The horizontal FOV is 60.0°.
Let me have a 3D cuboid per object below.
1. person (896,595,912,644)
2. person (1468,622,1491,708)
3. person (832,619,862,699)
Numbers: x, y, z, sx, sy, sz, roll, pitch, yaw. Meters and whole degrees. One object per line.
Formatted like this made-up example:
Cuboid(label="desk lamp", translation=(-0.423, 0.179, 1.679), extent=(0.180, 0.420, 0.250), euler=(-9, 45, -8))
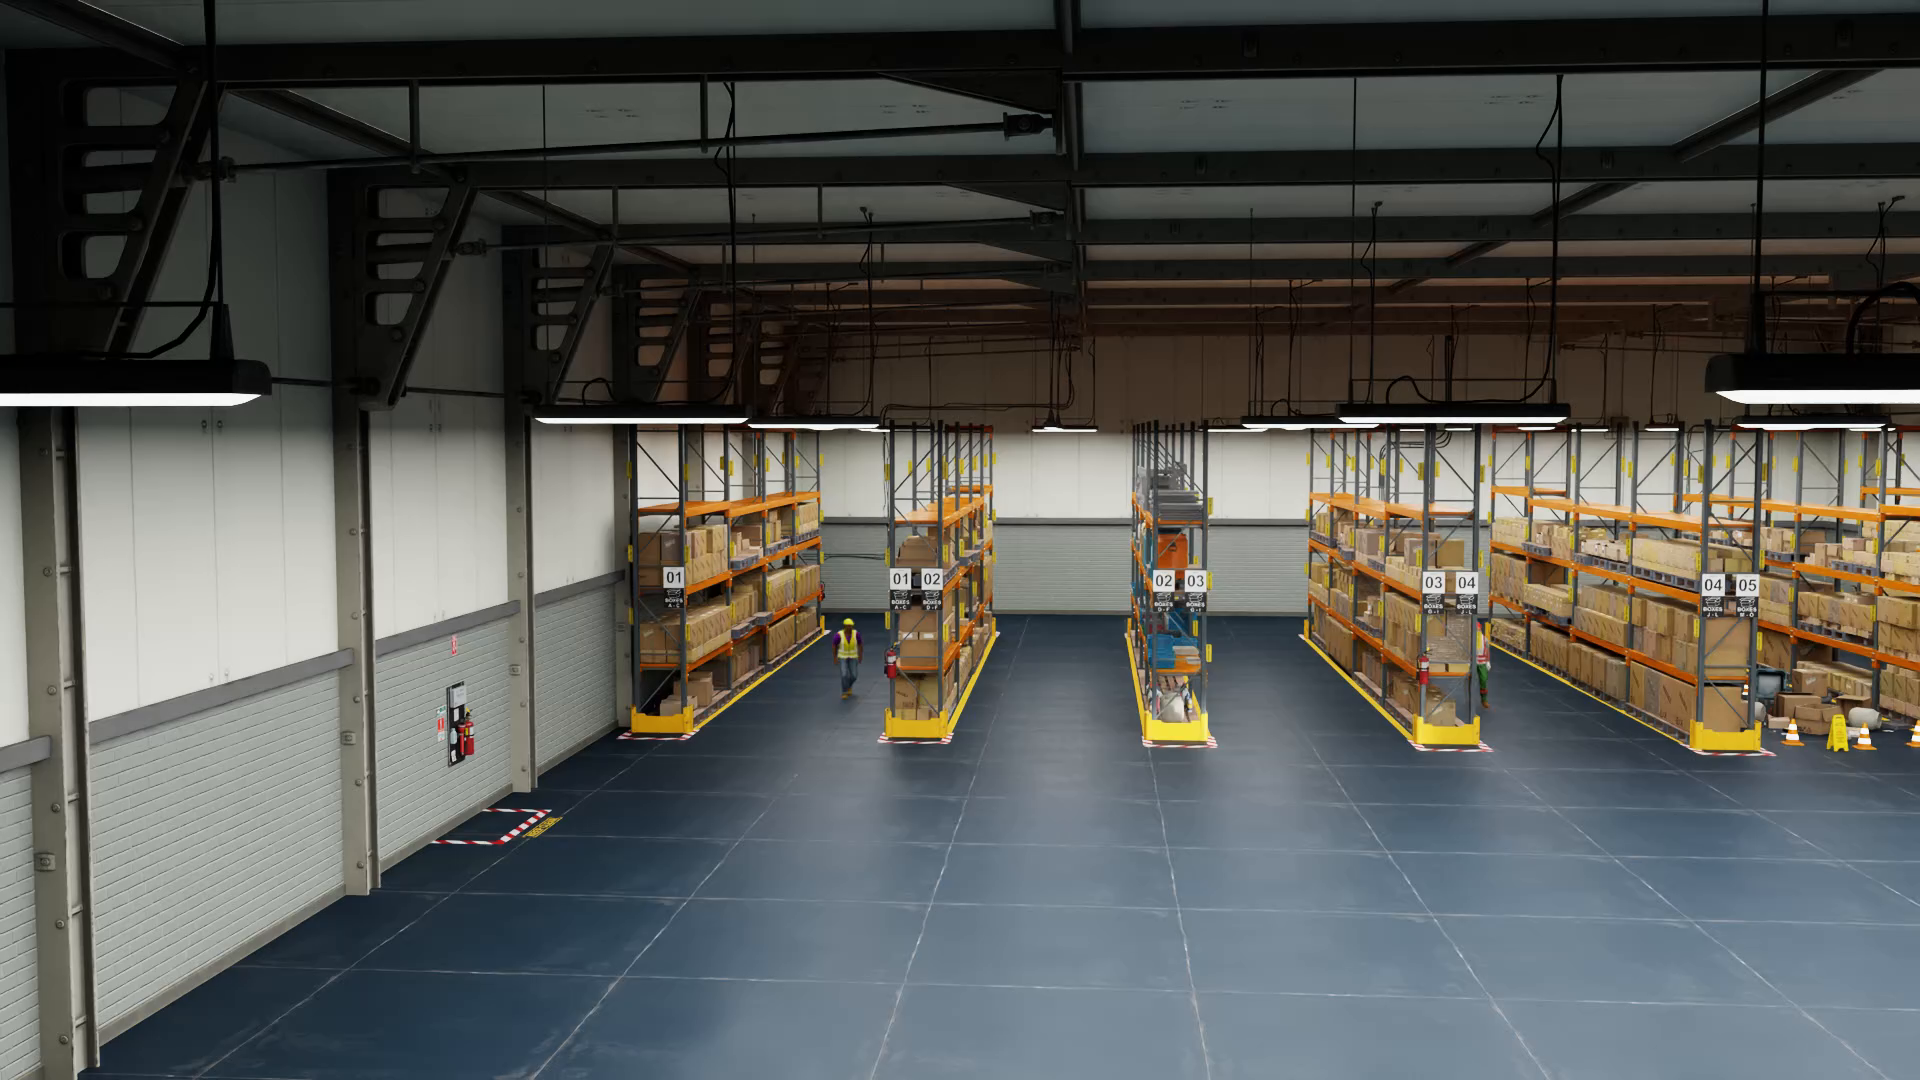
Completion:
Cuboid(label="person", translation=(-1.484, 2.000, 45.631), extent=(0.523, 1.626, 0.993), euler=(1, 4, 13))
Cuboid(label="person", translation=(10.879, 2.605, 34.948), extent=(0.572, 1.745, 0.924), euler=(1, 4, 13))
Cuboid(label="person", translation=(-2.461, 2.566, 36.204), extent=(0.652, 1.744, 0.611), euler=(-1, 4, -16))
